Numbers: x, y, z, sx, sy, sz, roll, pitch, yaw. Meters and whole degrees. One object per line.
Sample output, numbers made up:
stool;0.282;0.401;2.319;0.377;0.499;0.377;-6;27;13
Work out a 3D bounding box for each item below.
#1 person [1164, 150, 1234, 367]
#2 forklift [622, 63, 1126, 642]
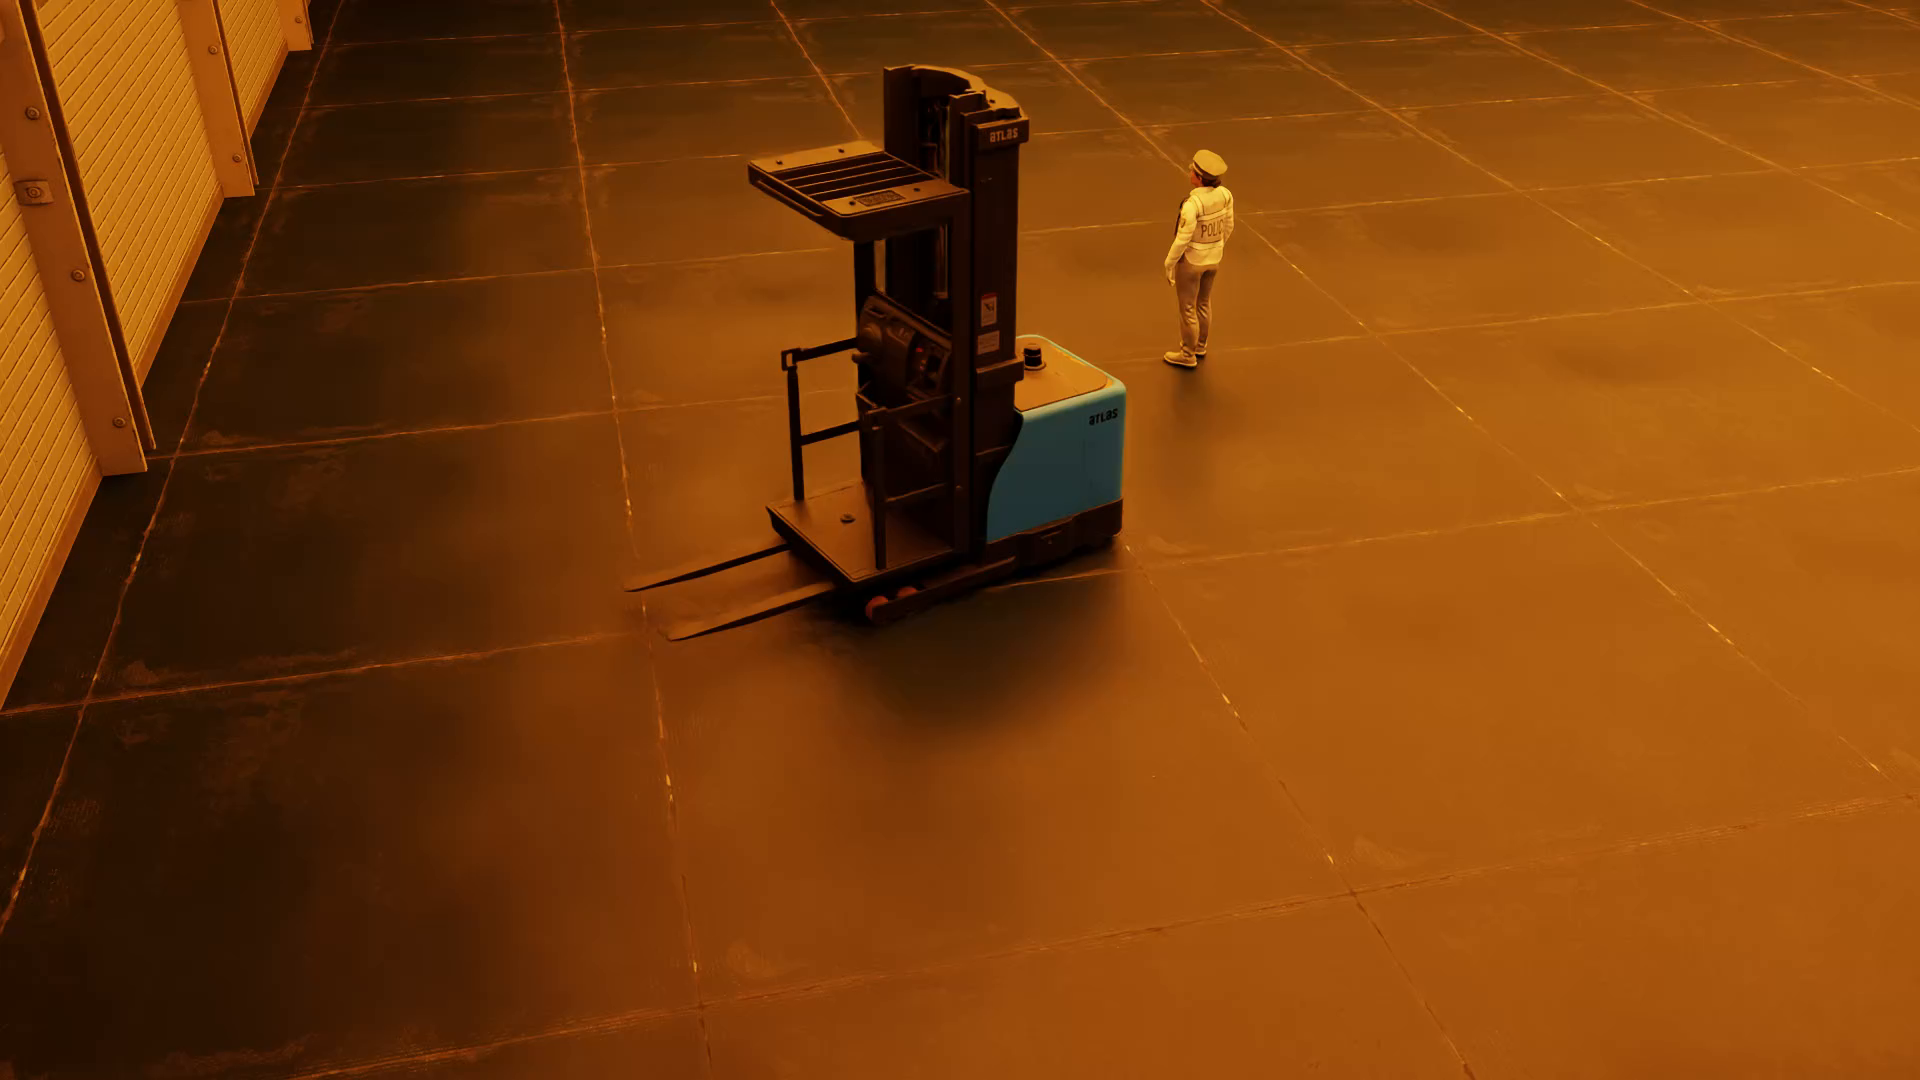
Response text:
person;1.729;-2.106;12.432;0.589;1.696;0.531;-21;36;-32
forklift;-0.498;-1.075;9.432;3.031;2.935;1.130;-18;35;-28
